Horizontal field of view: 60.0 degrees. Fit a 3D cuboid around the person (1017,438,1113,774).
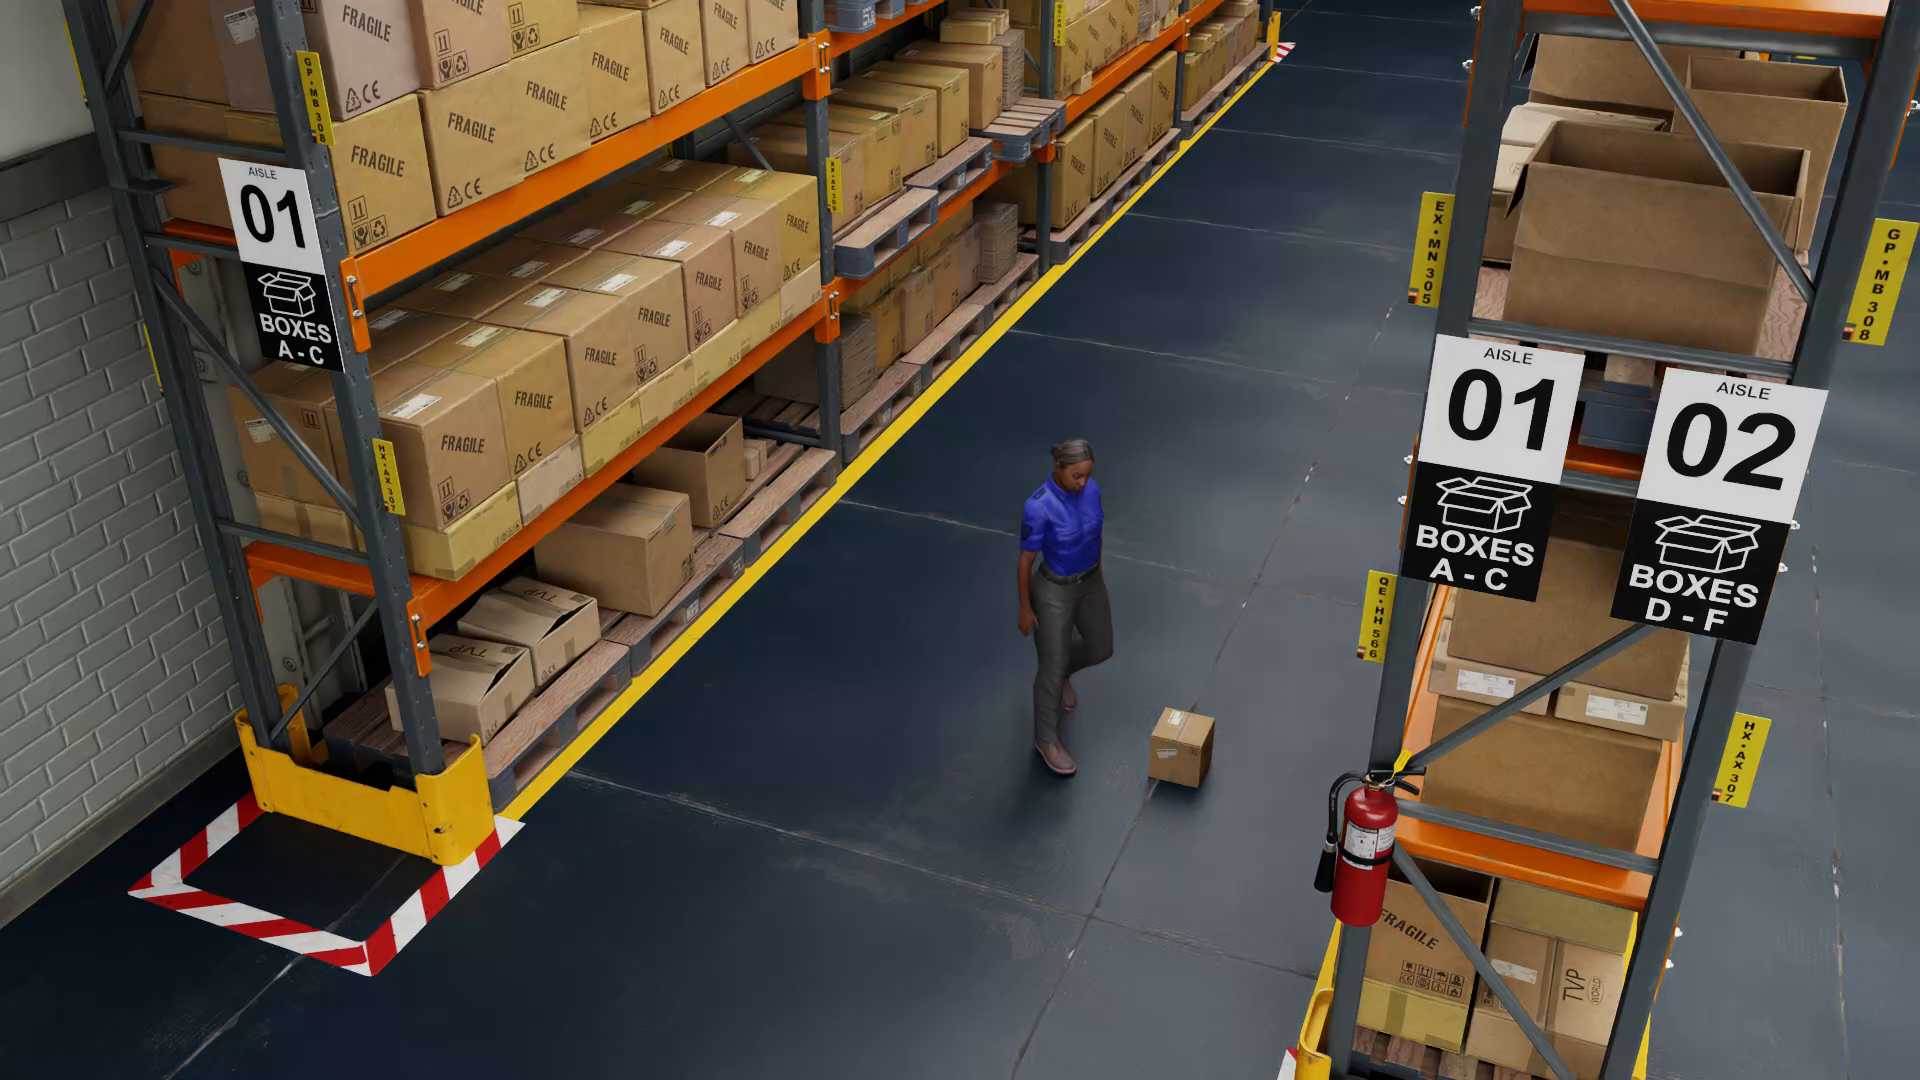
[{"bbox_3d":[0.498,0.248,7.944,0.529,1.650,0.587,-23,37,-34],"label":"person"}]
